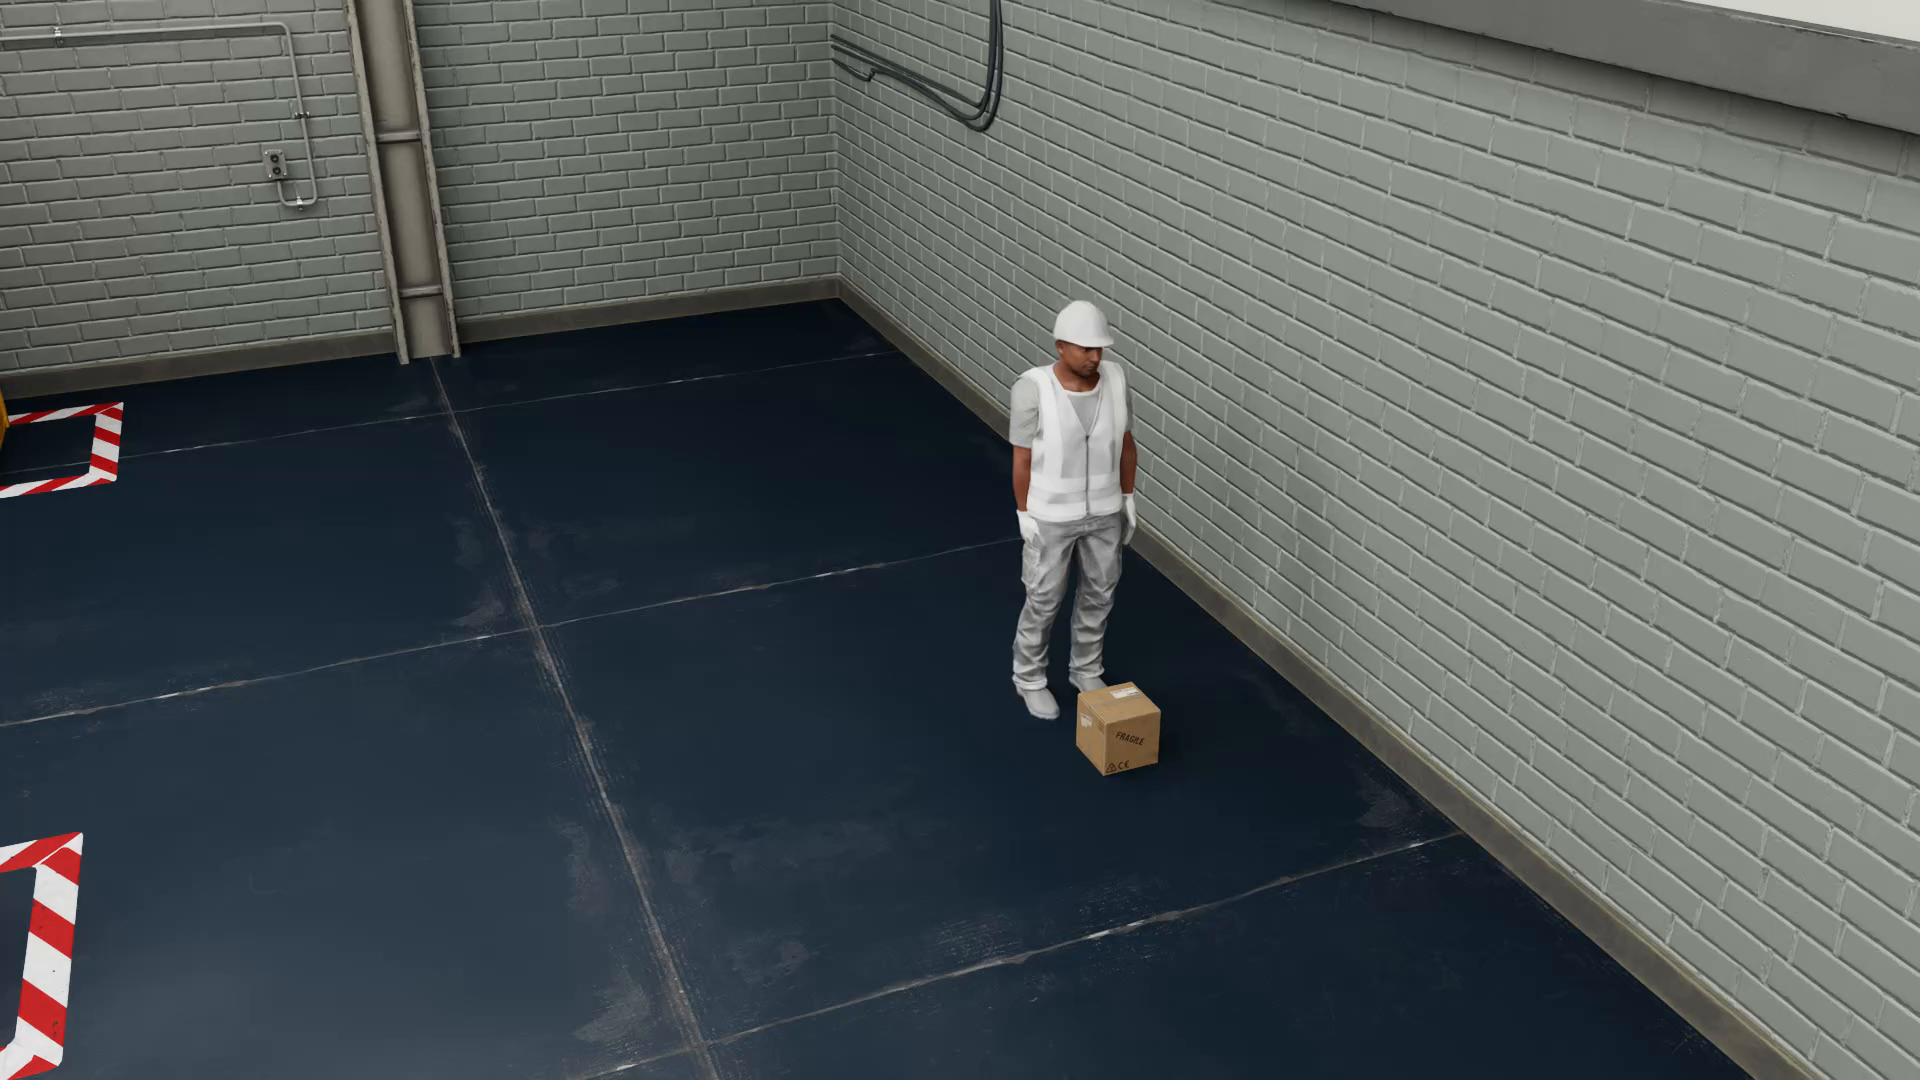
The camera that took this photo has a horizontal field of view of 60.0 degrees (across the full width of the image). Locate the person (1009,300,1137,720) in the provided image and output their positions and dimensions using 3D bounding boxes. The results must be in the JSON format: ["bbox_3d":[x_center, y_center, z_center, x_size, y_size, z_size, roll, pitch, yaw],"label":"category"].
[{"bbox_3d":[0.473,-0.122,6.855,0.547,1.783,0.357,-10,27,-20],"label":"person"}]
